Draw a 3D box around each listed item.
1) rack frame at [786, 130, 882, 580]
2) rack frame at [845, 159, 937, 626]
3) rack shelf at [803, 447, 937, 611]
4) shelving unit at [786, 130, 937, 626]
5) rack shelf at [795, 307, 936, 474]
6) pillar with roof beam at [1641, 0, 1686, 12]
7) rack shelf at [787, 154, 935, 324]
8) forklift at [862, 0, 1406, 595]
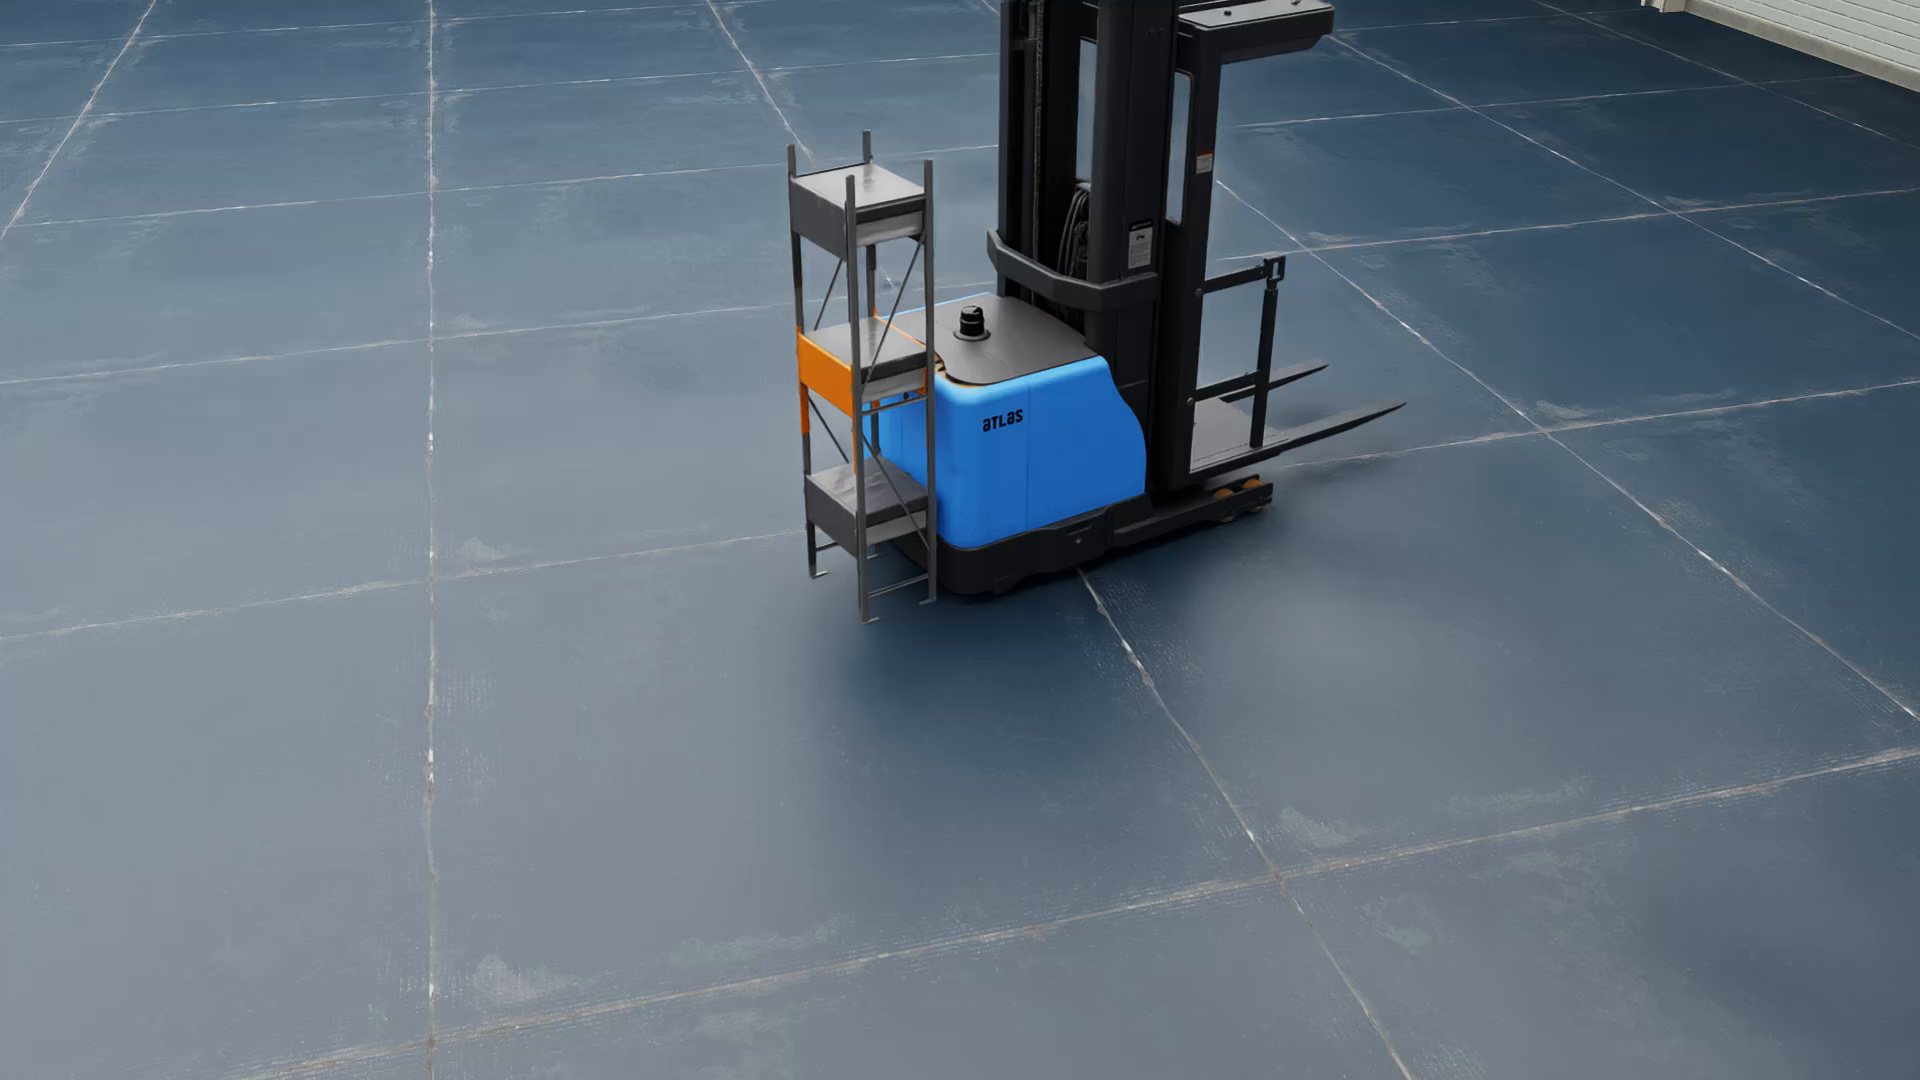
[{"bbox_3d":[-0.550,-0.779,7.499,0.400,2.100,0.015,-18,35,-29],"label":"rack frame"},{"bbox_3d":[-0.280,-0.575,7.147,0.400,2.100,0.015,-18,35,-29],"label":"rack frame"},{"bbox_3d":[-0.415,-0.059,7.681,0.431,0.518,0.480,-18,35,-29],"label":"rack shelf"},{"bbox_3d":[-0.415,-0.677,7.323,0.431,2.100,0.503,-18,35,-29],"label":"shelving unit"},{"bbox_3d":[-0.415,-0.665,7.330,0.431,0.518,0.480,-18,35,-29],"label":"rack shelf"},{"bbox_3d":[3.655,-9.230,15.213,9.100,9.000,0.400,-8,31,-13],"label":"pillar with roof beam"},{"bbox_3d":[-0.415,-1.271,6.979,0.431,0.518,0.480,-18,35,-29],"label":"rack shelf"},{"bbox_3d":[0.995,-1.563,8.025,3.031,2.935,1.130,-18,35,-28],"label":"forklift"}]
